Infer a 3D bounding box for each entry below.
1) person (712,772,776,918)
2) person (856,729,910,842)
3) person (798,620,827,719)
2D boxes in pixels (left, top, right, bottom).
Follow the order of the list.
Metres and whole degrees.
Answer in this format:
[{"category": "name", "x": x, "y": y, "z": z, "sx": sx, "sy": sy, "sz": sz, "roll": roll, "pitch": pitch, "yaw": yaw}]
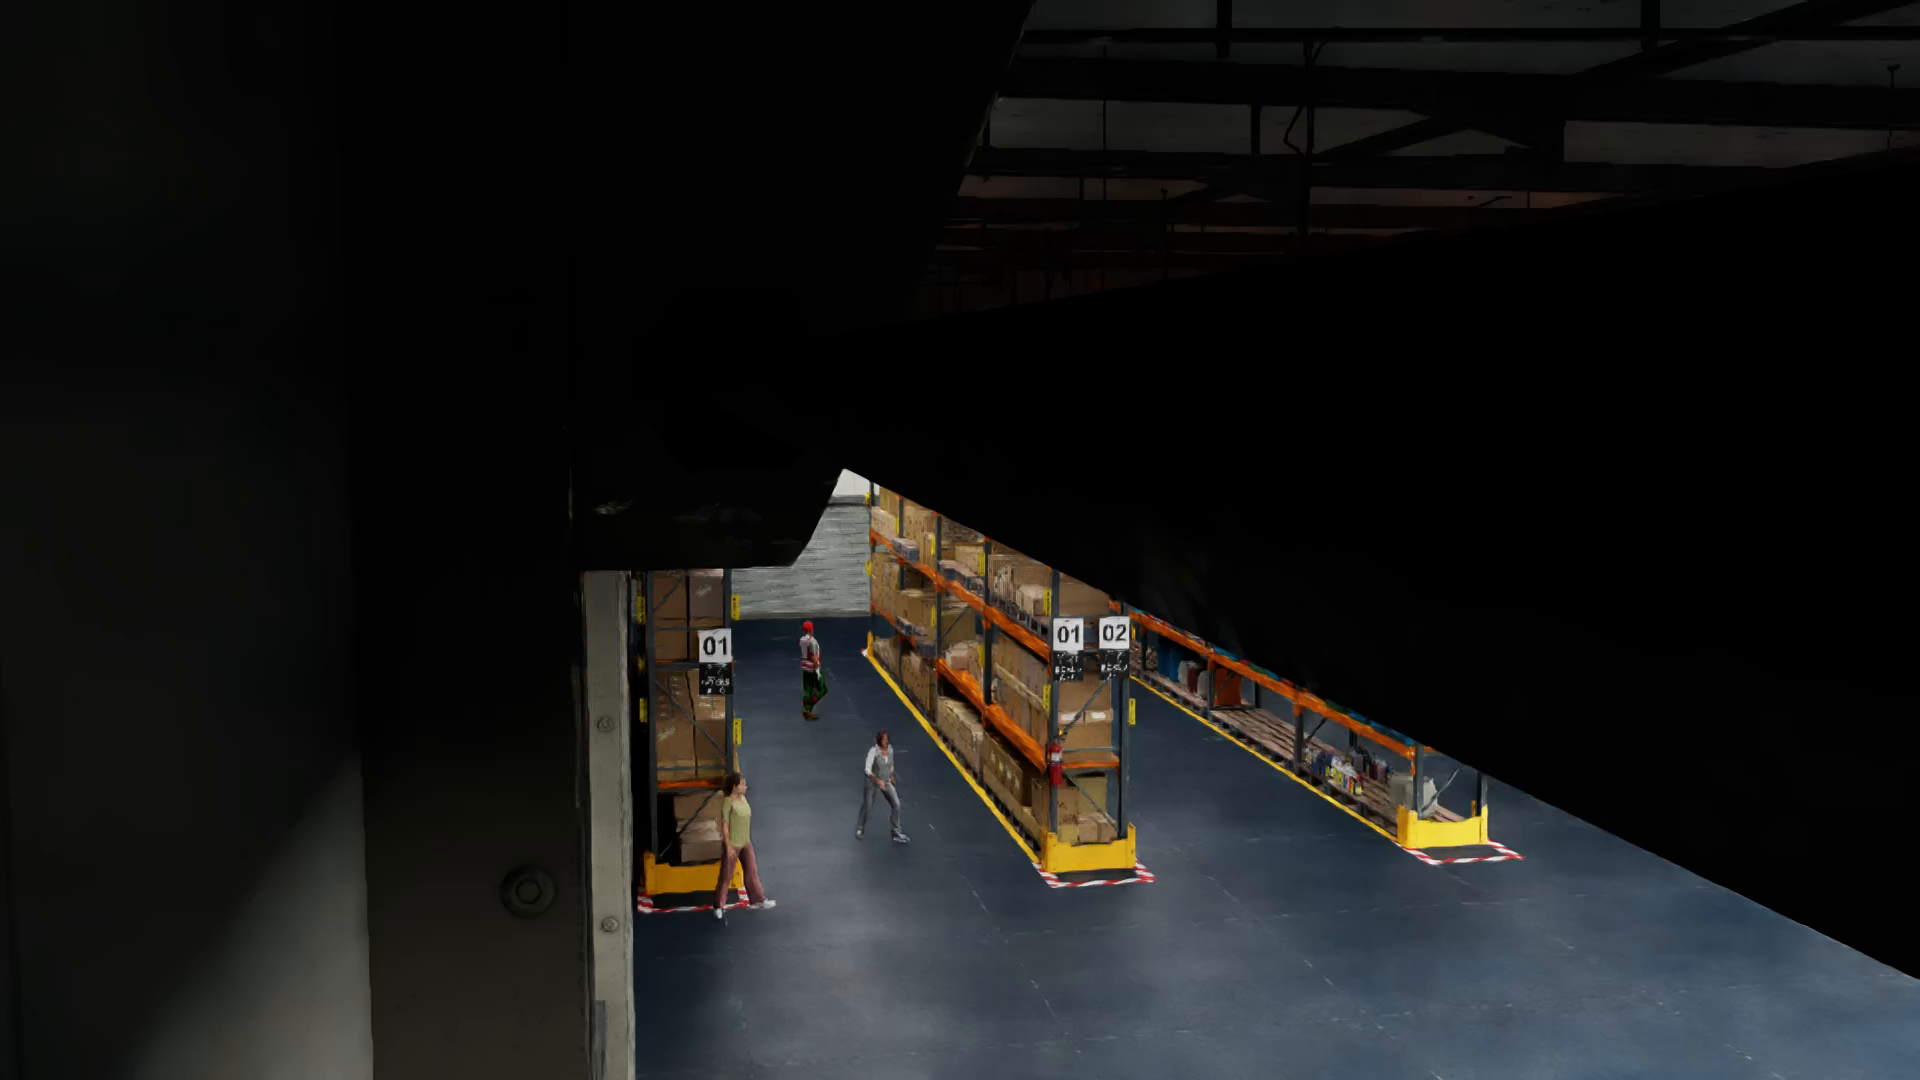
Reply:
[{"category": "person", "x": -2.544, "y": 3.489, "z": 19.201, "sx": 0.564, "sy": 1.658, "sz": 0.687, "roll": 3, "pitch": 7, "yaw": 28}, {"category": "person", "x": -1.071, "y": 3.247, "z": 22.167, "sx": 0.562, "sy": 1.528, "sz": 0.778, "roll": -3, "pitch": 7, "yaw": -30}, {"category": "person", "x": -2.686, "y": 2.331, "z": 29.805, "sx": 0.444, "sy": 1.786, "sz": 0.598, "roll": -4, "pitch": 7, "yaw": -37}]
